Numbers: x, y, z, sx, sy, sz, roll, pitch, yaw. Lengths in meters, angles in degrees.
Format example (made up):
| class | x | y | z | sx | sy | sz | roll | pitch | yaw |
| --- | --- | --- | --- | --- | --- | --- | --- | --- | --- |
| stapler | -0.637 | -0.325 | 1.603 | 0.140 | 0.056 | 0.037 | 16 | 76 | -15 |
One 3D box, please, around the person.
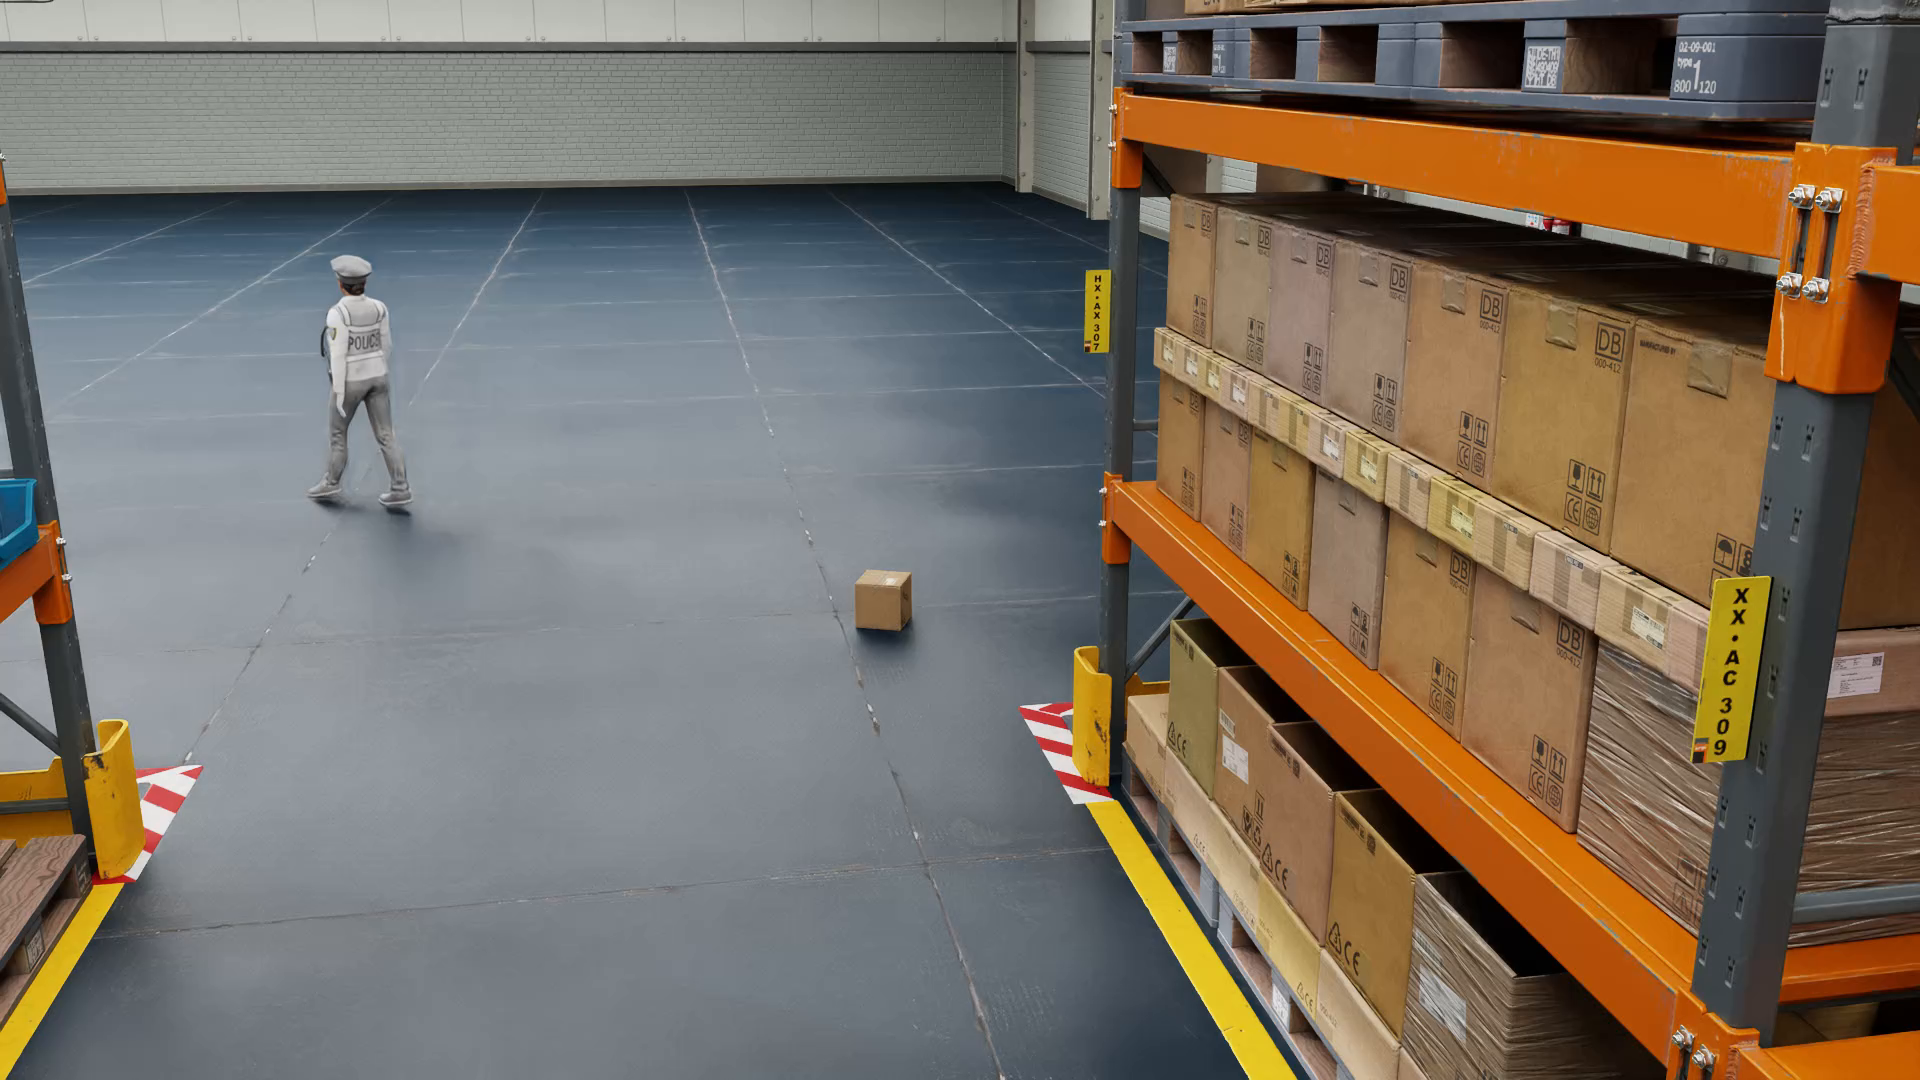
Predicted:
| class | x | y | z | sx | sy | sz | roll | pitch | yaw |
| --- | --- | --- | --- | --- | --- | --- | --- | --- | --- |
| person | -4.037 | -1.068 | 11.055 | 0.869 | 1.657 | 0.520 | 13 | 21 | 37 |
